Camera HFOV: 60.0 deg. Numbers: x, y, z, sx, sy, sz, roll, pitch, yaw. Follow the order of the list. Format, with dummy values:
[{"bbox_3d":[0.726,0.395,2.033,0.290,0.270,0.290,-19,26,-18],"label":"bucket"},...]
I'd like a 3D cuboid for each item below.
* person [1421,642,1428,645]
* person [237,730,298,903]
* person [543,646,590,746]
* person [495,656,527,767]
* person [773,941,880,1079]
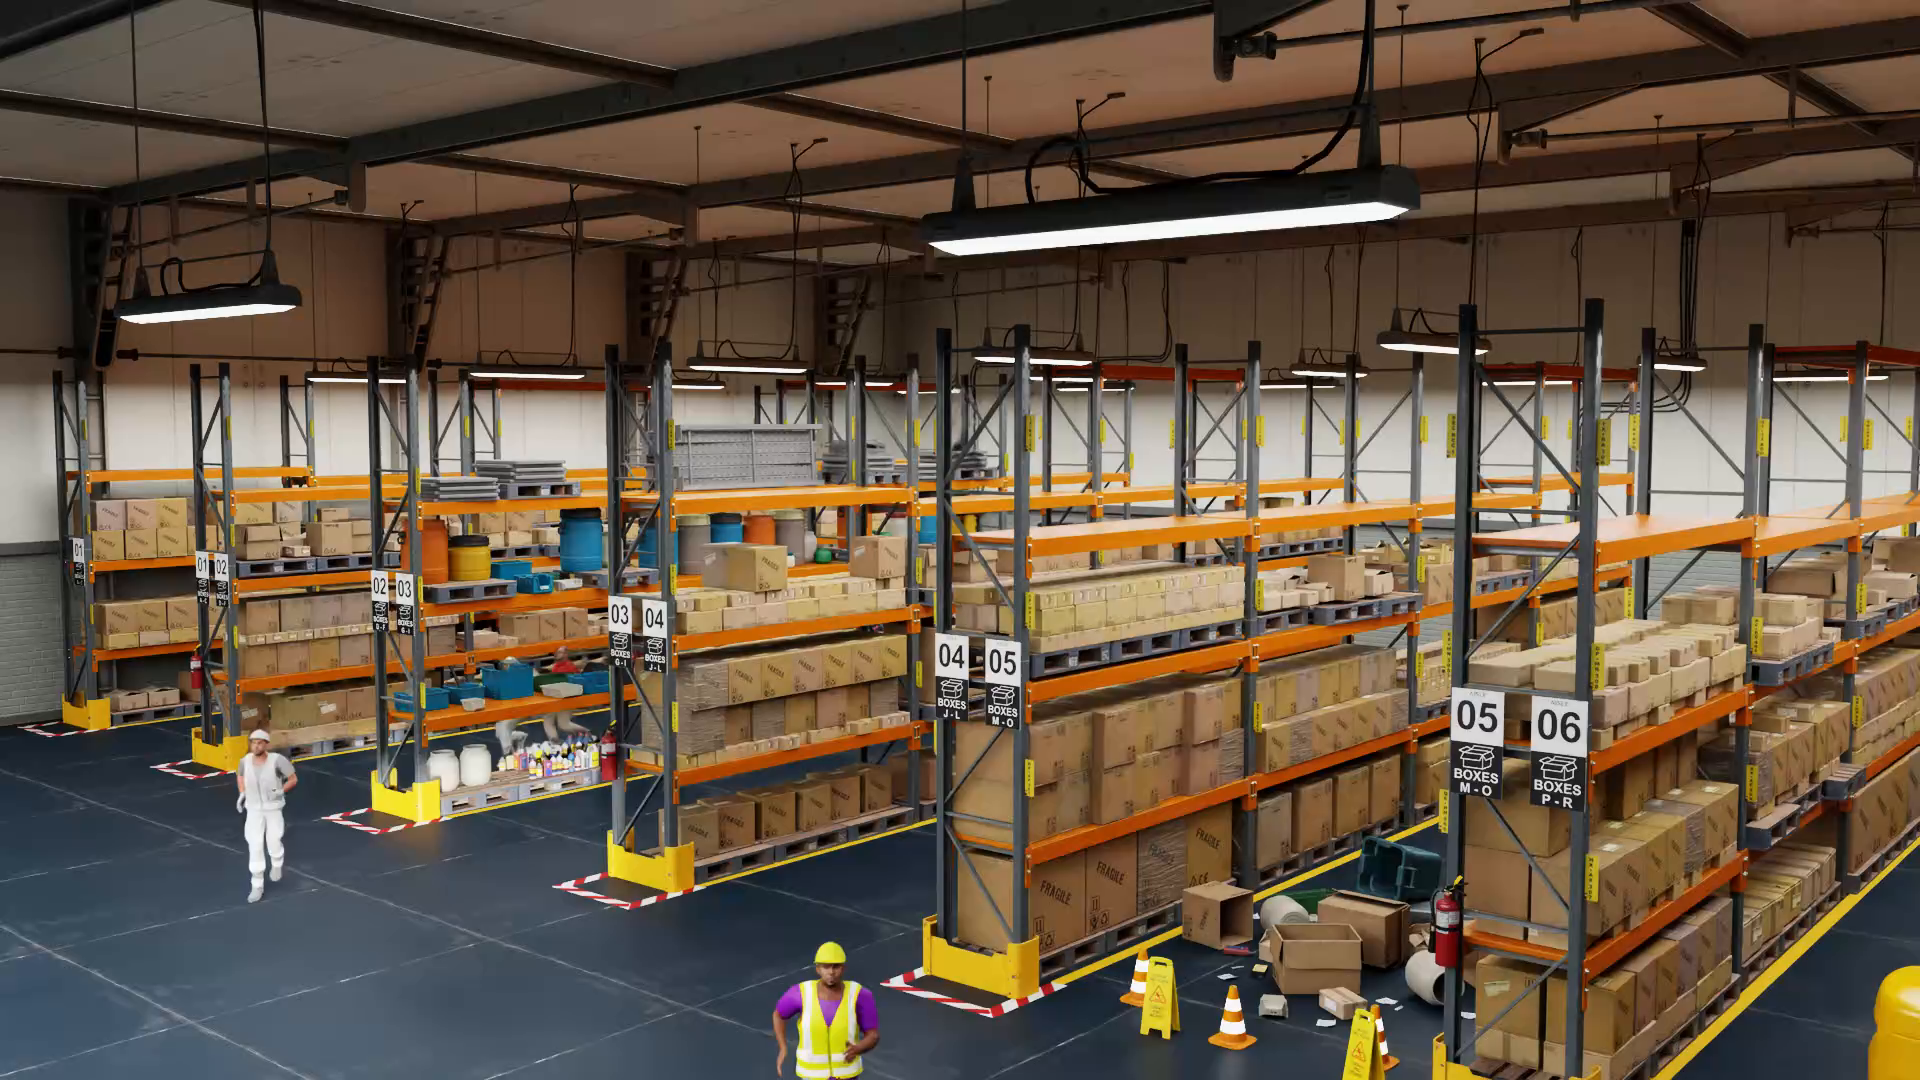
[{"bbox_3d":[7.534,2.441,26.702,0.828,1.620,0.549,-4,5,-41],"label":"person"},{"bbox_3d":[-7.551,2.941,18.119,0.649,1.794,0.902,-1,4,-12],"label":"person"},{"bbox_3d":[-6.122,2.470,25.678,0.672,1.681,0.779,4,6,42],"label":"person"},{"bbox_3d":[-6.729,2.562,25.034,0.614,1.639,0.662,3,5,33],"label":"person"},{"bbox_3d":[-0.856,3.503,10.835,0.674,1.769,0.697,-1,4,-12],"label":"person"}]
